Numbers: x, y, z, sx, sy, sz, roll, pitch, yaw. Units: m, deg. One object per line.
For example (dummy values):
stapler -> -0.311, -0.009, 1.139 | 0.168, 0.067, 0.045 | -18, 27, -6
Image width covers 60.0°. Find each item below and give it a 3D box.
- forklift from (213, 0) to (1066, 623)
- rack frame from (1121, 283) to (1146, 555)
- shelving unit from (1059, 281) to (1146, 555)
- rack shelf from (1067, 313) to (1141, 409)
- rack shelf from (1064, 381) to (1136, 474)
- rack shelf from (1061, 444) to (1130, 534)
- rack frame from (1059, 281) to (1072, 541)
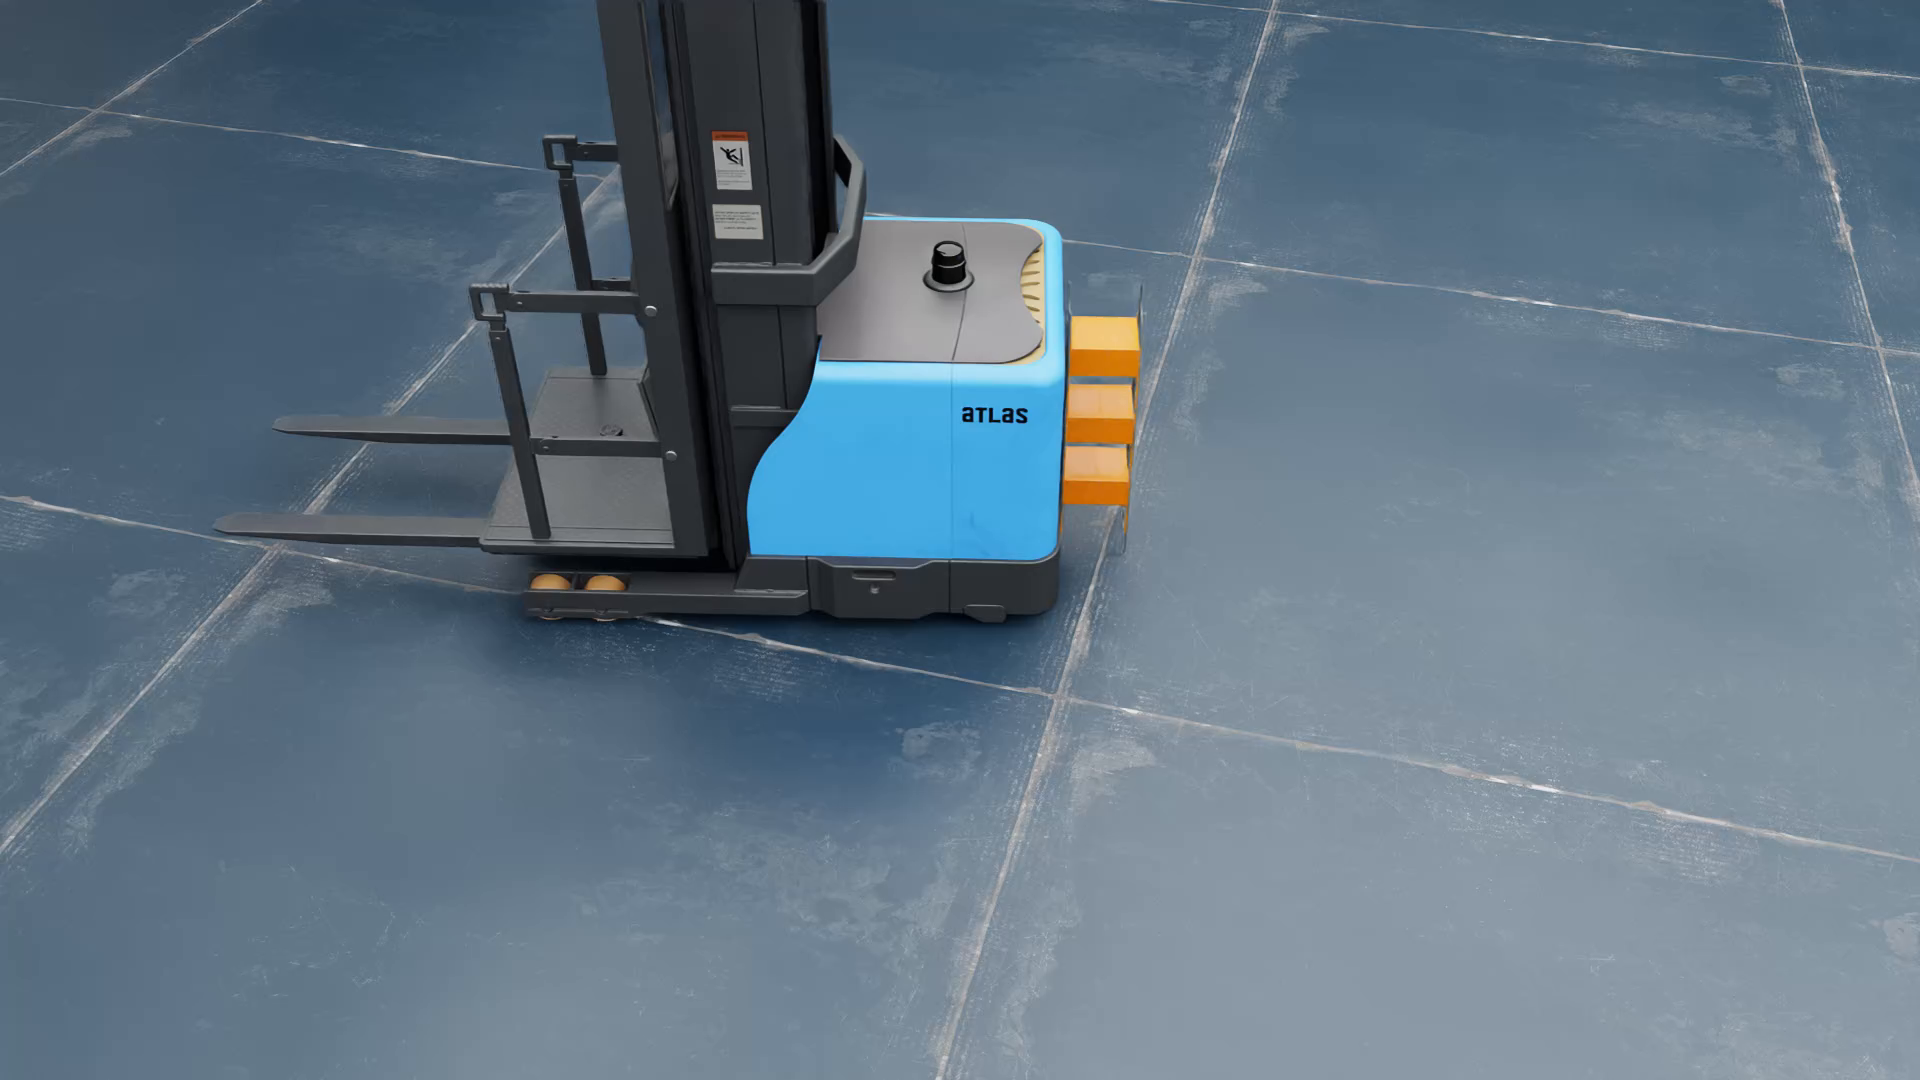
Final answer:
forklift -> -1.153, -1.173, 5.367 | 3.031, 2.935, 1.130 | 1, 40, 1
rack frame -> 0.615, -0.410, 5.922 | 0.008, 1.050, 0.200 | 1, 40, 1
shelving unit -> 0.493, -0.412, 5.925 | 0.252, 1.050, 0.215 | 1, 40, 1
rack shelf -> 0.493, -0.622, 5.749 | 0.240, 0.259, 0.215 | 1, 40, 1
rack shelf -> 0.493, -0.404, 5.932 | 0.240, 0.259, 0.215 | 1, 40, 1
rack shelf -> 0.493, -0.192, 6.110 | 0.240, 0.259, 0.215 | 1, 40, 1
rack frame -> 0.371, -0.415, 5.928 | 0.008, 1.050, 0.200 | 1, 40, 1
